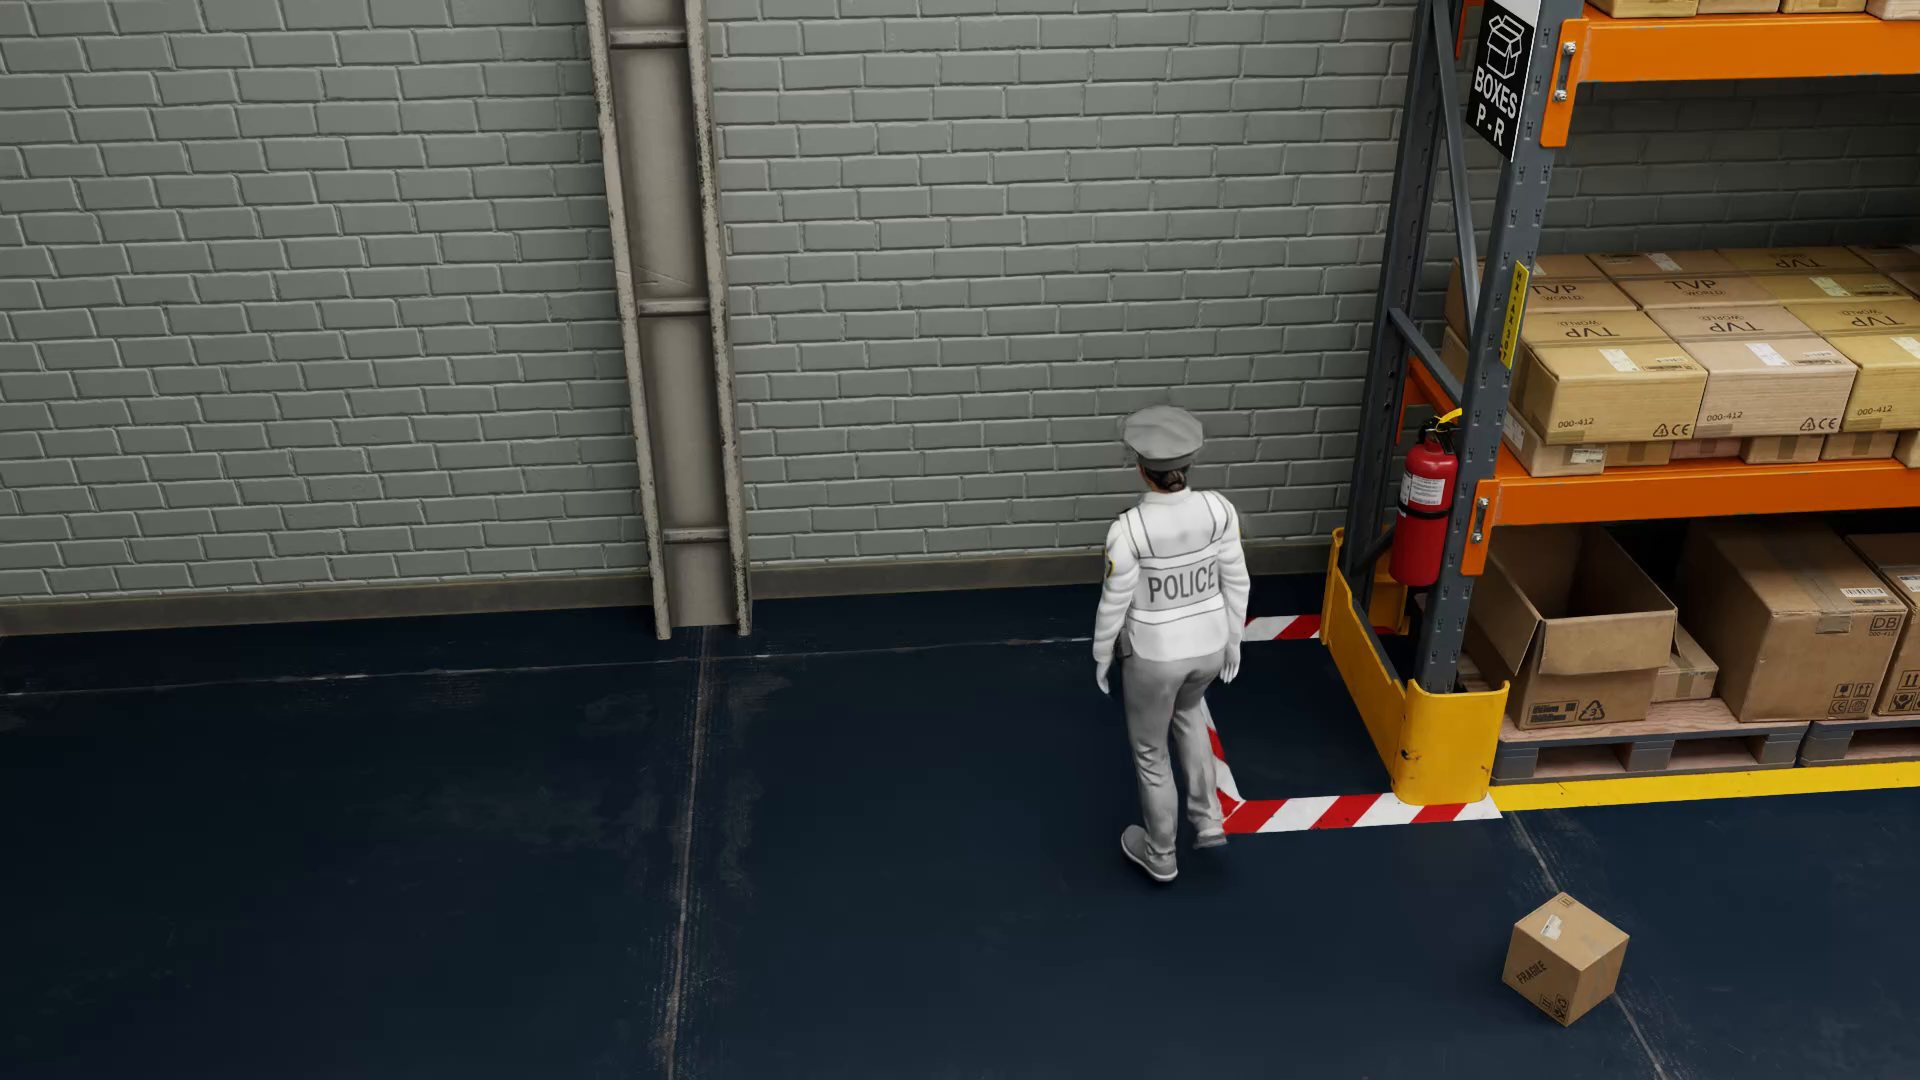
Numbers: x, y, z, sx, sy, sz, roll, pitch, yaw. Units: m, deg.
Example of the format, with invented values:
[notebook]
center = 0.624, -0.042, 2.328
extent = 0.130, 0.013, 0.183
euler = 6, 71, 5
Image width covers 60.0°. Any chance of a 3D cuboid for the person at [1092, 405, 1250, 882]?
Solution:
[person]
center = 13.123, 0.921, 0.540
extent = 19.660, 5.841, 18.646
euler = -13, 34, -20
